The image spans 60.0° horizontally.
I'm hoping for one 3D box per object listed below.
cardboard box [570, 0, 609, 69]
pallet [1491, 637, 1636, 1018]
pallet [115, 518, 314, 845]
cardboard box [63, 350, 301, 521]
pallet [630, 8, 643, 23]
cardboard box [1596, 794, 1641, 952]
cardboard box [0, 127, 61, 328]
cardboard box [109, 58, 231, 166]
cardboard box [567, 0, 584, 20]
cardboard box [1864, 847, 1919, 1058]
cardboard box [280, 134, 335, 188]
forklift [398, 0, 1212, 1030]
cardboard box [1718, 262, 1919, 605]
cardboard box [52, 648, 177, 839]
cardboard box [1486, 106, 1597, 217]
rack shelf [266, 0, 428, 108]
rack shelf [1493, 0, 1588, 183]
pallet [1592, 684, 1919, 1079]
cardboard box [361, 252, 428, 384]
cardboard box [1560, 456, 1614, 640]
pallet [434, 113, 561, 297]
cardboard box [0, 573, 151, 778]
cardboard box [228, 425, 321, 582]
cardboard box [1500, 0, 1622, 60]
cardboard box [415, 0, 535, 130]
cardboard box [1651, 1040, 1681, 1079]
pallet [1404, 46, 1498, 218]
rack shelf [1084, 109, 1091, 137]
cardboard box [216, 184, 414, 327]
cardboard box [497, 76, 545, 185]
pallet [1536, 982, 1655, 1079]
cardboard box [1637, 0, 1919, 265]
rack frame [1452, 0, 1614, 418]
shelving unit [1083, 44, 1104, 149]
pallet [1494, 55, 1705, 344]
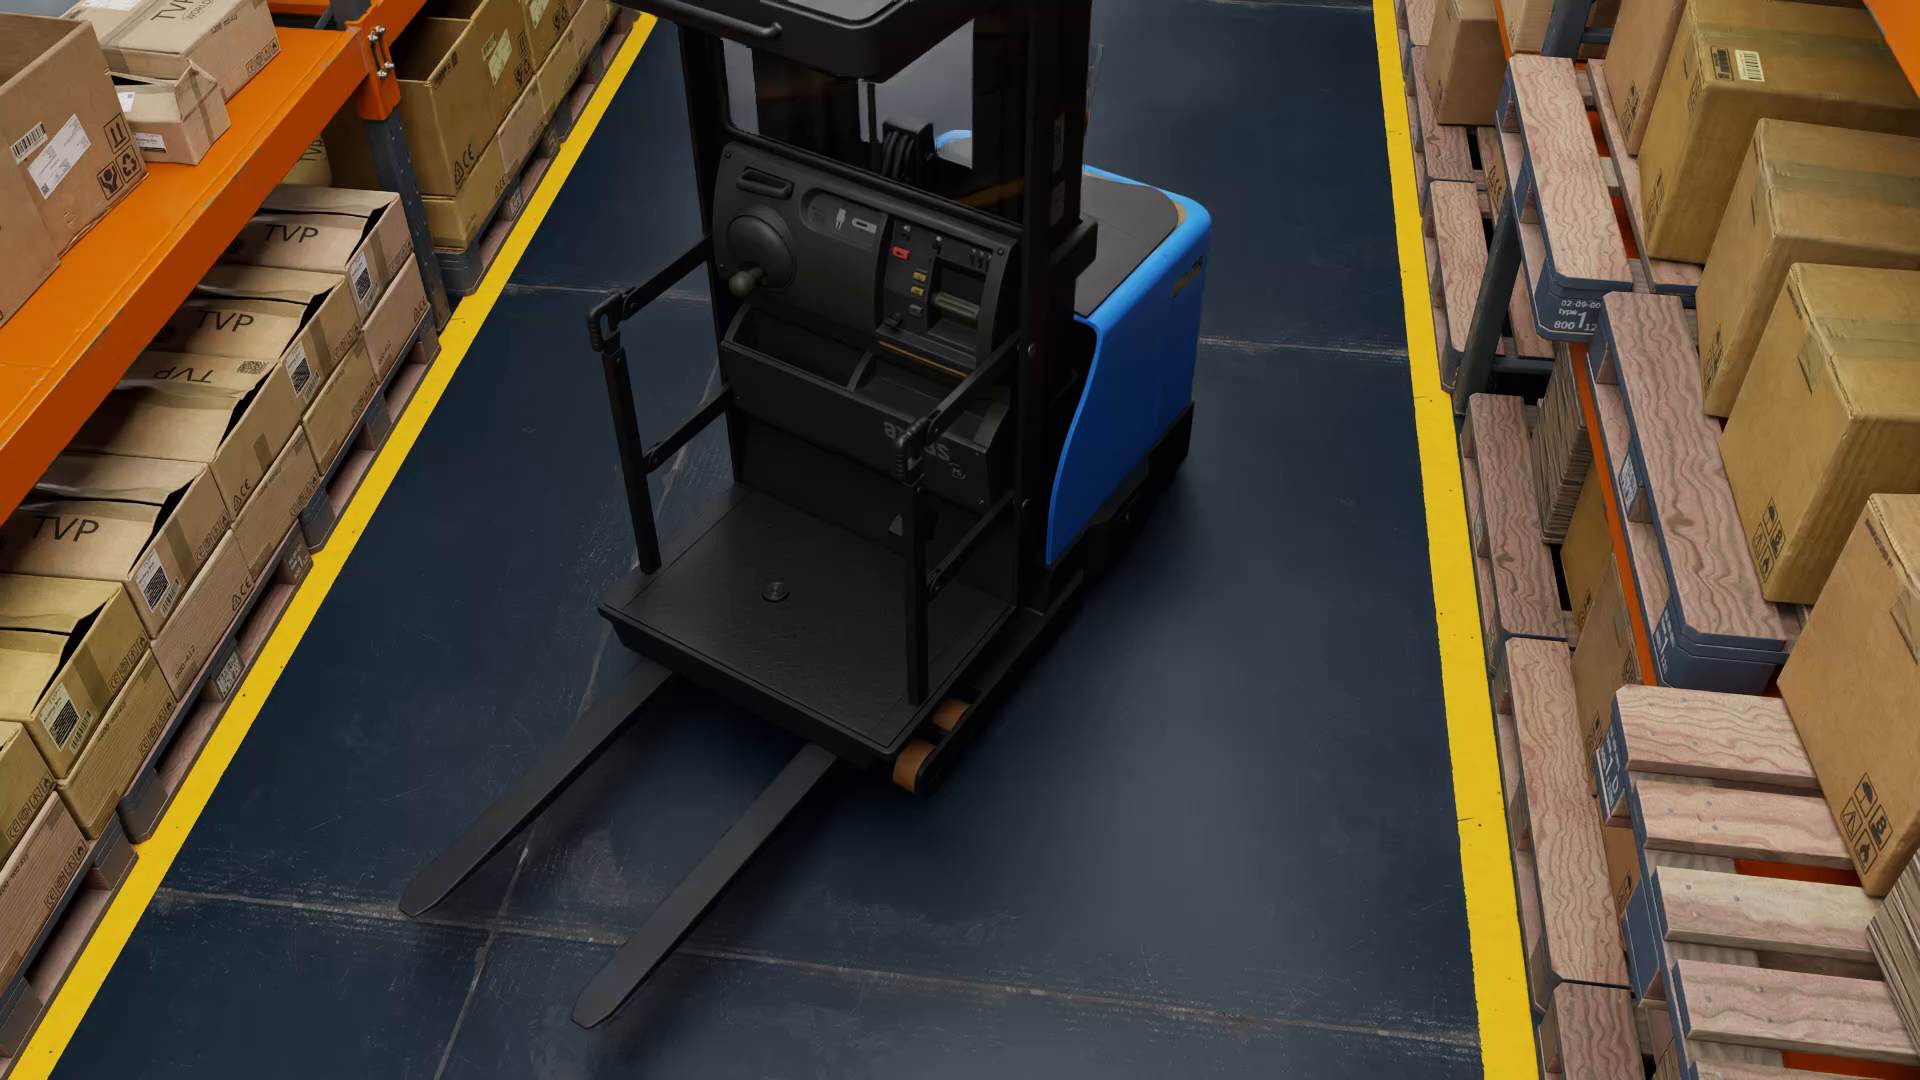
[{"bbox_3d":[-1.988,-2.461,7.862,0.500,0.250,0.500,5,44,6],"label":"cardboard box"},{"bbox_3d":[2.098,0.828,4.722,1.003,0.211,1.213,5,44,6],"label":"pallet"},{"bbox_3d":[-2.770,0.355,5.221,1.003,0.211,1.213,5,44,6],"label":"pallet"},{"bbox_3d":[-2.452,-0.358,5.233,0.500,0.311,0.500,5,44,5],"label":"cardboard box"},{"bbox_3d":[-2.083,-3.186,8.961,1.003,0.211,1.213,5,44,6],"label":"pallet"},{"bbox_3d":[2.094,0.748,4.277,0.700,0.500,0.500,5,44,5],"label":"cardboard box"},{"bbox_3d":[-2.806,-0.811,4.352,0.500,0.500,0.500,5,44,6],"label":"cardboard box"},{"bbox_3d":[-2.486,-1.332,5.073,0.396,0.266,0.258,4,44,4],"label":"cardboard box"},{"bbox_3d":[-1.984,-2.733,7.604,0.500,0.500,0.500,5,44,6],"label":"cardboard box"},{"bbox_3d":[1.882,0.660,2.479,0.700,0.500,0.500,1,43,1],"label":"cardboard box"},{"bbox_3d":[-2.707,-1.487,6.833,0.500,0.250,0.500,5,44,6],"label":"cardboard box"},{"bbox_3d":[-0.393,-0.684,4.341,1.130,2.935,3.031,24,48,23],"label":"forklift"},{"bbox_3d":[2.025,-0.192,3.378,0.700,0.500,0.500,5,44,6],"label":"cardboard box"},{"bbox_3d":[-2.592,0.547,4.685,0.500,0.250,0.500,4,44,4],"label":"cardboard box"},{"bbox_3d":[2.456,-1.512,6.664,0.500,0.500,0.500,2,43,2],"label":"cardboard box"},{"bbox_3d":[-2.288,-3.099,7.364,1.077,0.370,4.000,5,44,6],"label":"rack shelf"},{"bbox_3d":[2.623,-2.651,6.891,1.077,0.370,4.000,5,44,6],"label":"rack shelf"},{"bbox_3d":[1.819,0.751,2.915,1.213,0.211,1.003,5,44,6],"label":"pallet"},{"bbox_3d":[-2.319,-0.842,6.152,0.500,0.250,0.500,5,44,5],"label":"cardboard box"},{"bbox_3d":[2.259,0.059,5.005,0.700,0.500,0.500,4,44,5],"label":"cardboard box"},{"bbox_3d":[-2.405,-1.523,7.204,1.003,0.211,1.213,5,44,6],"label":"pallet"},{"bbox_3d":[-2.590,0.335,4.501,0.500,0.311,0.500,4,44,4],"label":"cardboard box"},{"bbox_3d":[-2.455,-0.149,5.420,0.500,0.250,0.500,6,44,6],"label":"cardboard box"},{"bbox_3d":[2.121,-1.852,5.619,0.500,0.250,0.500,5,44,6],"label":"cardboard box"},{"bbox_3d":[-2.122,-2.052,6.885,0.500,0.500,0.500,5,44,6],"label":"cardboard box"},{"bbox_3d":[1.873,1.429,3.557,0.700,0.500,0.500,6,44,6],"label":"cardboard box"},{"bbox_3d":[2.571,-1.831,7.531,1.003,0.211,1.213,5,44,6],"label":"pallet"},{"bbox_3d":[0.325,-1.560,6.125,0.258,0.103,0.180,20,23,20],"label":"rack shelf"},{"bbox_3d":[-2.321,-1.053,5.967,0.500,0.311,0.500,5,44,6],"label":"cardboard box"},{"bbox_3d":[-2.119,-1.780,7.142,0.500,0.250,0.500,5,44,6],"label":"cardboard box"},{"bbox_3d":[1.935,1.657,3.847,1.003,0.211,1.213,5,44,6],"label":"pallet"},{"bbox_3d":[2.177,-1.021,4.254,0.700,0.500,0.500,9,44,10],"label":"cardboard box"},{"bbox_3d":[2.359,-1.549,5.205,1.000,3.000,0.127,5,44,6],"label":"rack frame"},{"bbox_3d":[0.266,-1.272,6.240,0.258,1.200,0.189,20,23,20],"label":"shelving unit"},{"bbox_3d":[2.114,-0.972,4.734,1.003,0.211,1.213,5,44,6],"label":"pallet"}]
